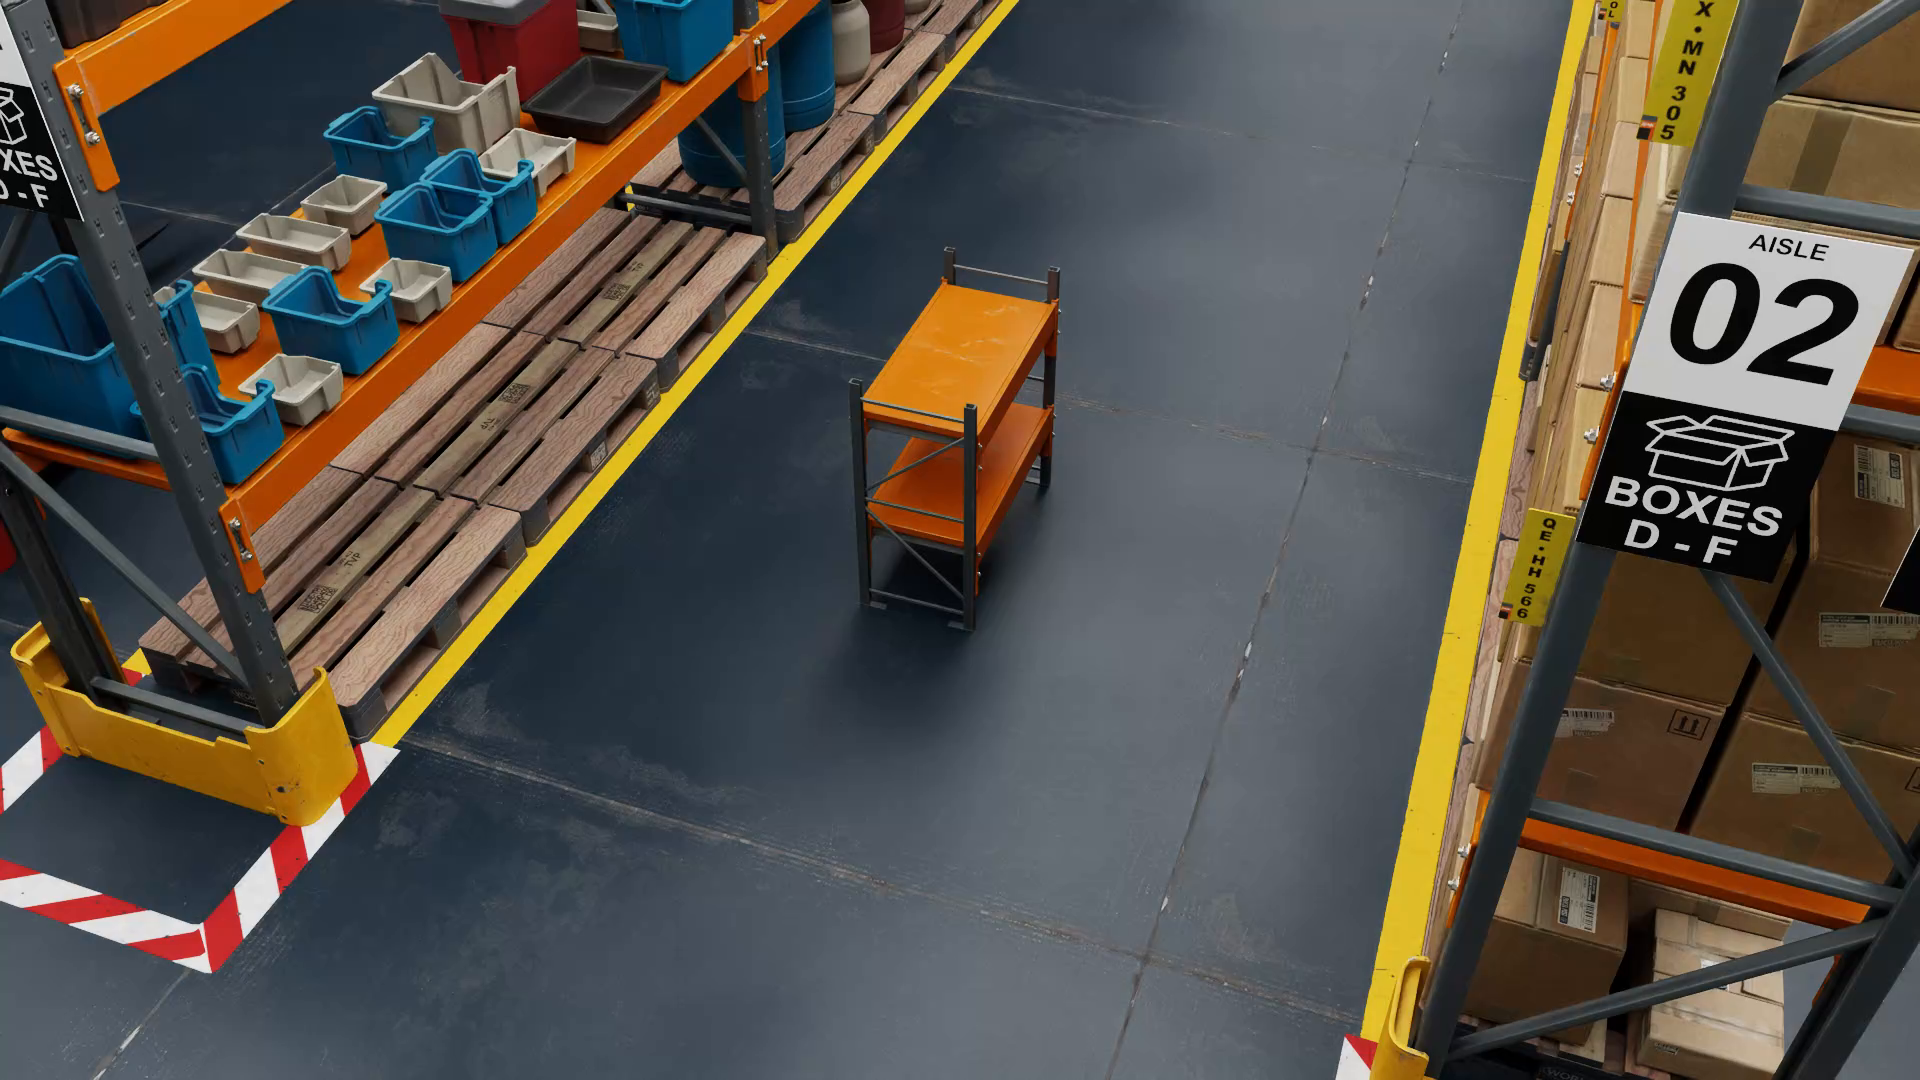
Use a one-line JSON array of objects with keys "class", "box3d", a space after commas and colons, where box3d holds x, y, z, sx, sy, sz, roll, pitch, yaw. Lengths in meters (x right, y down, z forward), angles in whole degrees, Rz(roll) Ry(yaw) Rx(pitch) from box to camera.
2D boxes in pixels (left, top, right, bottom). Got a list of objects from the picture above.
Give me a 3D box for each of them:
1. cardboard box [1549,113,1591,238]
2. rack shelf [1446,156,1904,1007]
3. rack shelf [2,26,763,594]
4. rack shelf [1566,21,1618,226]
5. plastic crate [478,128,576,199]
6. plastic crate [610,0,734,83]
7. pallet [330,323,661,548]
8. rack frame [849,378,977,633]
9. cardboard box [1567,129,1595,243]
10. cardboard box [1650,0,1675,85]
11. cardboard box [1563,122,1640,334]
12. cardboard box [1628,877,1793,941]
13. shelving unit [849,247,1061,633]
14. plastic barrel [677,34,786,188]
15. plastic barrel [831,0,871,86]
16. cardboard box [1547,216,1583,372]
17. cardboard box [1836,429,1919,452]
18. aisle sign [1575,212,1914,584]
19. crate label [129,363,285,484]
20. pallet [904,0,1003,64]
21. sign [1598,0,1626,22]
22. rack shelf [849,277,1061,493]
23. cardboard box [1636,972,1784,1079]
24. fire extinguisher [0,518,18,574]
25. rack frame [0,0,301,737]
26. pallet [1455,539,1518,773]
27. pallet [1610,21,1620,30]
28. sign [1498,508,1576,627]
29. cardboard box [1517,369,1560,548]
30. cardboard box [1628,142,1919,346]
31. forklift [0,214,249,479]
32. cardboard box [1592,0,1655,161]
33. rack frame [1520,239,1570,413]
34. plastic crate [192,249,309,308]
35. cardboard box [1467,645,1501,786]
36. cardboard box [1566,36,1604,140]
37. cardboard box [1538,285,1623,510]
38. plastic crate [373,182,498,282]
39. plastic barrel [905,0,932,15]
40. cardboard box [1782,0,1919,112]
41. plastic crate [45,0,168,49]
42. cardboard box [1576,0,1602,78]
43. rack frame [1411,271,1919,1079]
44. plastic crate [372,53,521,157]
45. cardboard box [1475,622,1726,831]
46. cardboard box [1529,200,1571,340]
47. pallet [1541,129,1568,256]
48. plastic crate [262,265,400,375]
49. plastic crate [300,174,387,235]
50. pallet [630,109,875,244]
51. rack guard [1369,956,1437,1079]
[{"class": "cardboard box", "box3d": [3.421, -1.864, 8.711, 0.500, 0.500, 0.500, 14, 42, 16]}, {"class": "rack shelf", "box3d": [2.489, -0.185, 5.709, 1.077, 0.370, 4.000, 13, 42, 15]}, {"class": "rack shelf", "box3d": [-2.164, -1.286, 7.001, 1.077, 0.370, 4.000, 13, 42, 15]}, {"class": "rack shelf", "box3d": [3.857, -2.624, 8.569, 1.077, 0.370, 4.000, 13, 42, 15]}, {"class": "plastic crate", "box3d": [-1.793, -1.573, 6.940, 0.293, 0.136, 0.466, 13, 42, 15]}, {"class": "plastic crate", "box3d": [-1.319, -2.436, 7.760, 0.392, 0.384, 0.575, 13, 42, 15]}, {"class": "pallet", "box3d": [-2.111, -0.515, 7.691, 1.003, 0.211, 1.213, 13, 42, 15]}, {"class": "rack frame", "box3d": [-0.176, -0.114, 6.517, 0.500, 1.125, 0.032, 13, 42, 15]}, {"class": "cardboard box", "box3d": [2.743, -1.466, 6.580, 0.500, 0.500, 0.500, 14, 43, 16]}, {"class": "cardboard box", "box3d": [2.073, -1.305, 4.273, 0.500, 0.250, 0.500, 13, 42, 15]}, {"class": "cardboard box", "box3d": [2.220, -0.928, 5.179, 0.500, 0.500, 0.500, 15, 43, 16]}, {"class": "cardboard box", "box3d": [2.429, 1.067, 5.468, 0.500, 0.250, 0.500, 13, 42, 15]}, {"class": "shelving unit", "box3d": [-0.002, -0.424, 6.880, 0.538, 1.125, 1.048, 13, 42, 15]}, {"class": "plastic barrel", "box3d": [-1.278, -2.469, 9.126, 0.600, 0.901, 0.708, 13, 42, 15]}, {"class": "plastic barrel", "box3d": [-0.759, -3.078, 10.139, 0.421, 0.512, 0.421, 0, 40, 0]}, {"class": "cardboard box", "box3d": [2.398, -0.848, 5.856, 0.500, 0.500, 0.500, 13, 42, 15]}, {"class": "cardboard box", "box3d": [2.377, -0.189, 4.314, 0.500, 0.500, 0.500, 14, 42, 16]}, {"class": "aisle sign", "box3d": [1.494, -0.254, 3.233, 0.394, 0.787, 0.004, 13, 42, 15]}, {"class": "crate label", "box3d": [-2.454, -0.377, 5.463, 0.416, 0.233, 0.303, 13, 42, 15]}, {"class": "pallet", "box3d": [-0.343, -3.668, 11.387, 1.003, 0.211, 1.213, 13, 42, 15]}, {"class": "sign", "box3d": [2.650, -2.240, 6.672, 0.100, 0.325, 0.005, 13, 42, 15]}, {"class": "rack shelf", "box3d": [-0.002, -0.646, 6.690, 0.538, 0.278, 1.000, 13, 42, 15]}, {"class": "cardboard box", "box3d": [2.272, 1.500, 5.039, 0.380, 0.149, 0.250, 13, 42, 15]}, {"class": "fire extinguisher", "box3d": [-3.327, -0.178, 5.494, 0.296, 0.674, 0.183, 13, 42, 15]}, {"class": "rack frame", "box3d": [-2.848, -0.340, 5.337, 1.000, 3.000, 0.127, 13, 42, 15]}, {"class": "pallet", "box3d": [2.522, 0.548, 6.445, 1.003, 0.211, 1.213, 13, 42, 15]}, {"class": "pallet", "box3d": [3.880, -2.858, 8.436, 1.003, 0.211, 1.213, 13, 42, 15]}, {"class": "sign", "box3d": [1.291, 0.066, 3.727, 0.100, 0.325, 0.005, 13, 42, 15]}, {"class": "cardboard box", "box3d": [2.053, -0.230, 5.132, 0.500, 0.500, 0.500, 14, 42, 15]}, {"class": "cardboard box", "box3d": [1.733, -0.694, 3.557, 0.500, 0.250, 0.500, 13, 42, 15]}, {"class": "forklift", "box3d": [-4.507, -1.672, 6.951, 1.130, 2.935, 3.031, 14, 42, 15]}, {"class": "cardboard box", "box3d": [2.572, -1.557, 5.916, 0.500, 0.500, 0.500, 12, 42, 14]}, {"class": "rack frame", "box3d": [3.173, -1.678, 6.906, 1.000, 3.000, 0.127, 13, 42, 15]}, {"class": "plastic crate", "box3d": [-2.627, -0.974, 6.237, 0.396, 0.136, 0.243, 13, 42, 15]}, {"class": "cardboard box", "box3d": [2.113, 0.681, 5.920, 0.500, 0.250, 0.500, 13, 42, 15]}, {"class": "cardboard box", "box3d": [3.767, -2.495, 9.450, 0.500, 0.500, 0.500, 13, 42, 15]}, {"class": "cardboard box", "box3d": [1.871, -0.298, 4.440, 0.500, 0.500, 0.500, 14, 43, 16]}, {"class": "plastic crate", "box3d": [-2.004, -1.180, 6.404, 0.416, 0.233, 0.300, 13, 42, 15]}, {"class": "plastic barrel", "box3d": [-0.373, -3.766, 10.947, 0.421, 0.512, 0.421, 0, 40, 0]}, {"class": "cardboard box", "box3d": [1.966, -1.115, 3.087, 0.700, 0.500, 0.500, 13, 42, 15]}, {"class": "plastic crate", "box3d": [-2.454, -1.604, 4.609, 0.497, 0.269, 0.590, 13, 42, 15]}, {"class": "cardboard box", "box3d": [4.117, -3.120, 10.183, 0.500, 0.500, 0.500, 15, 43, 17]}, {"class": "rack frame", "box3d": [1.805, 0.762, 4.046, 1.000, 3.000, 0.127, 13, 42, 15]}, {"class": "plastic crate", "box3d": [-2.175, -1.867, 7.172, 0.437, 0.282, 0.530, 13, 42, 15]}, {"class": "cardboard box", "box3d": [1.703, 0.390, 4.405, 0.500, 0.500, 0.500, 15, 43, 16]}, {"class": "cardboard box", "box3d": [3.073, -1.259, 8.002, 0.500, 0.500, 0.500, 13, 42, 15]}, {"class": "pallet", "box3d": [3.831, -1.868, 9.277, 1.003, 0.211, 1.213, 13, 42, 15]}, {"class": "plastic crate", "box3d": [-2.229, -0.778, 5.934, 0.416, 0.233, 0.300, 13, 42, 15]}, {"class": "plastic crate", "box3d": [-2.471, -1.334, 6.659, 0.298, 0.136, 0.250, 13, 42, 15]}, {"class": "pallet", "box3d": [-1.177, -2.180, 9.643, 1.003, 0.211, 1.213, 13, 42, 15]}, {"class": "rack guard", "box3d": [1.831, 1.666, 4.912, 1.175, 0.500, 0.348, 13, 42, 15]}]
